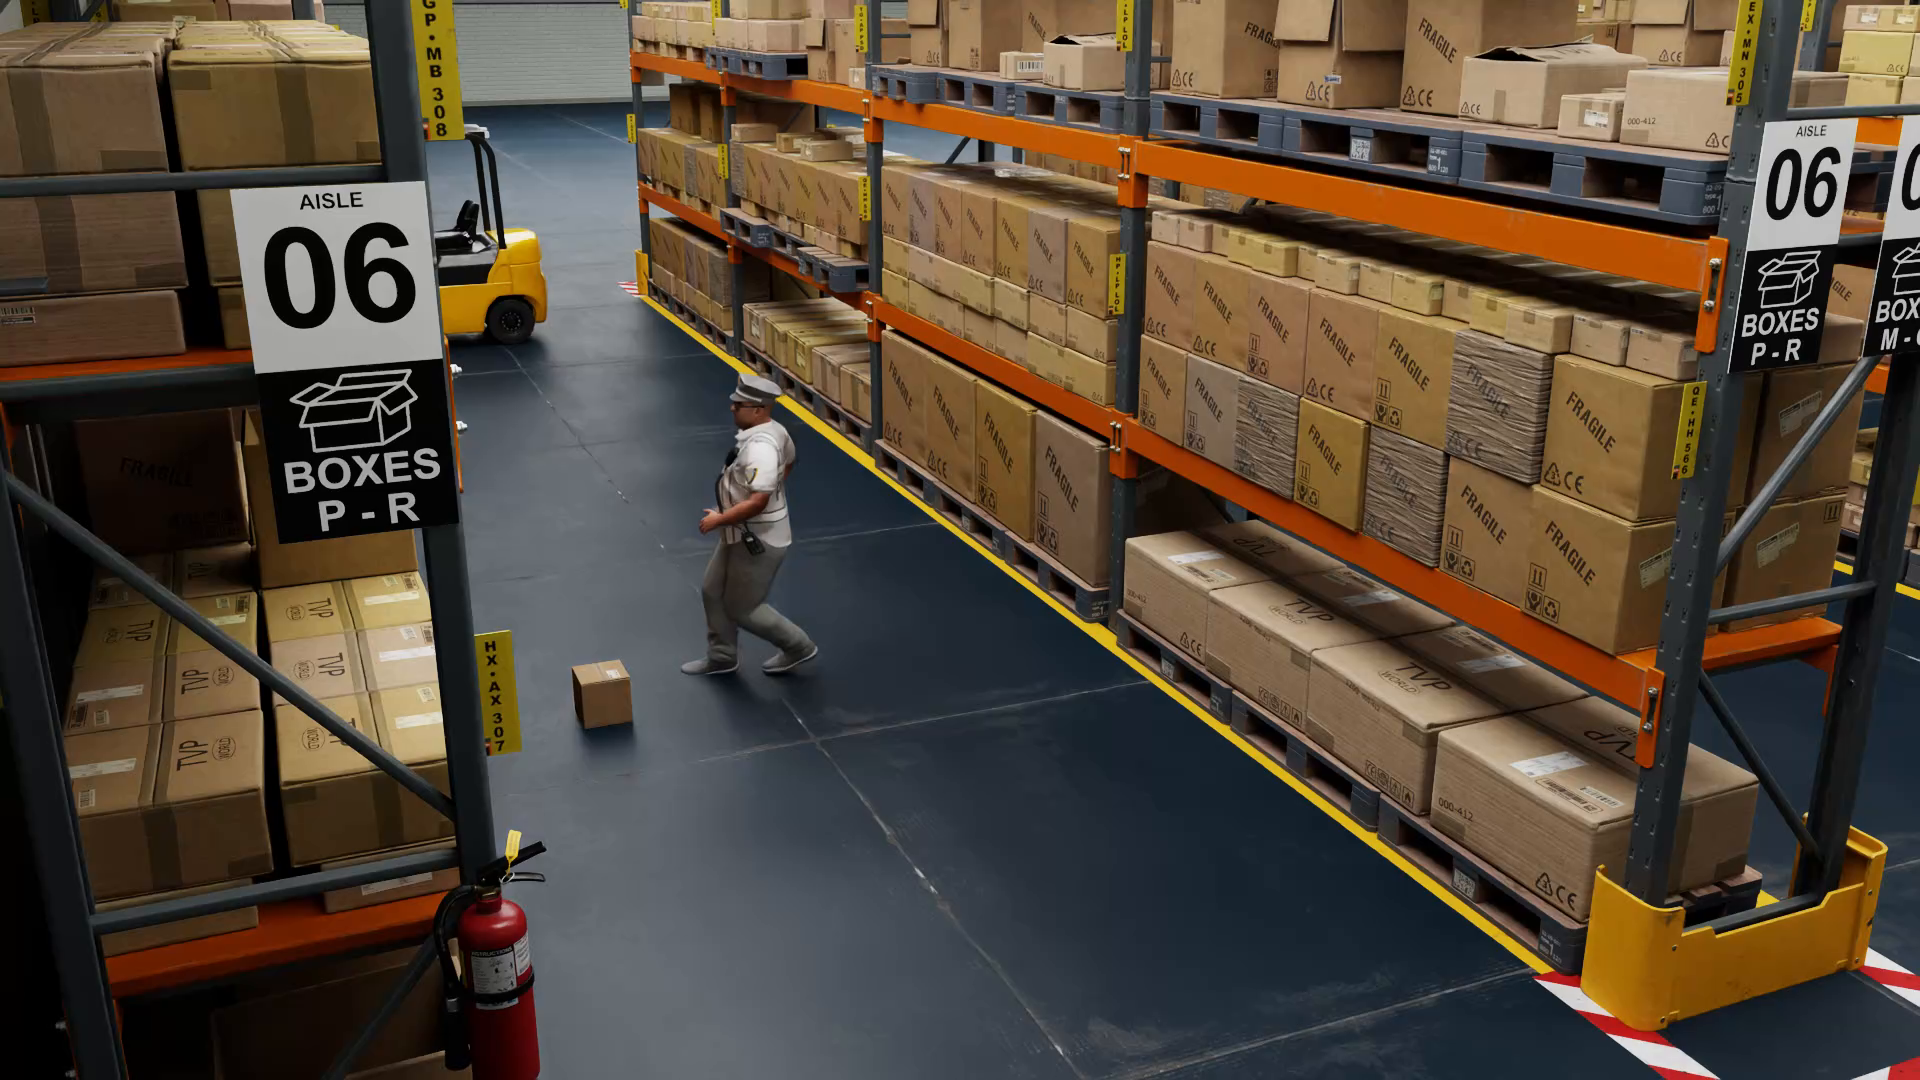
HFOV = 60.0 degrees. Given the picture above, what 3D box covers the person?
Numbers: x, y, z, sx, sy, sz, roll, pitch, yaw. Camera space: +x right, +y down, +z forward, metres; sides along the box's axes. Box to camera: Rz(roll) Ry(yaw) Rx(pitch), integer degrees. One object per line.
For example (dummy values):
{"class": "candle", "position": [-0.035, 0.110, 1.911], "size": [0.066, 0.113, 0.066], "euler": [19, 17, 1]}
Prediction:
{"class": "person", "position": [-1.151, -0.024, 8.693], "size": [0.747, 1.741, 0.724], "euler": [-1, 19, -4]}
